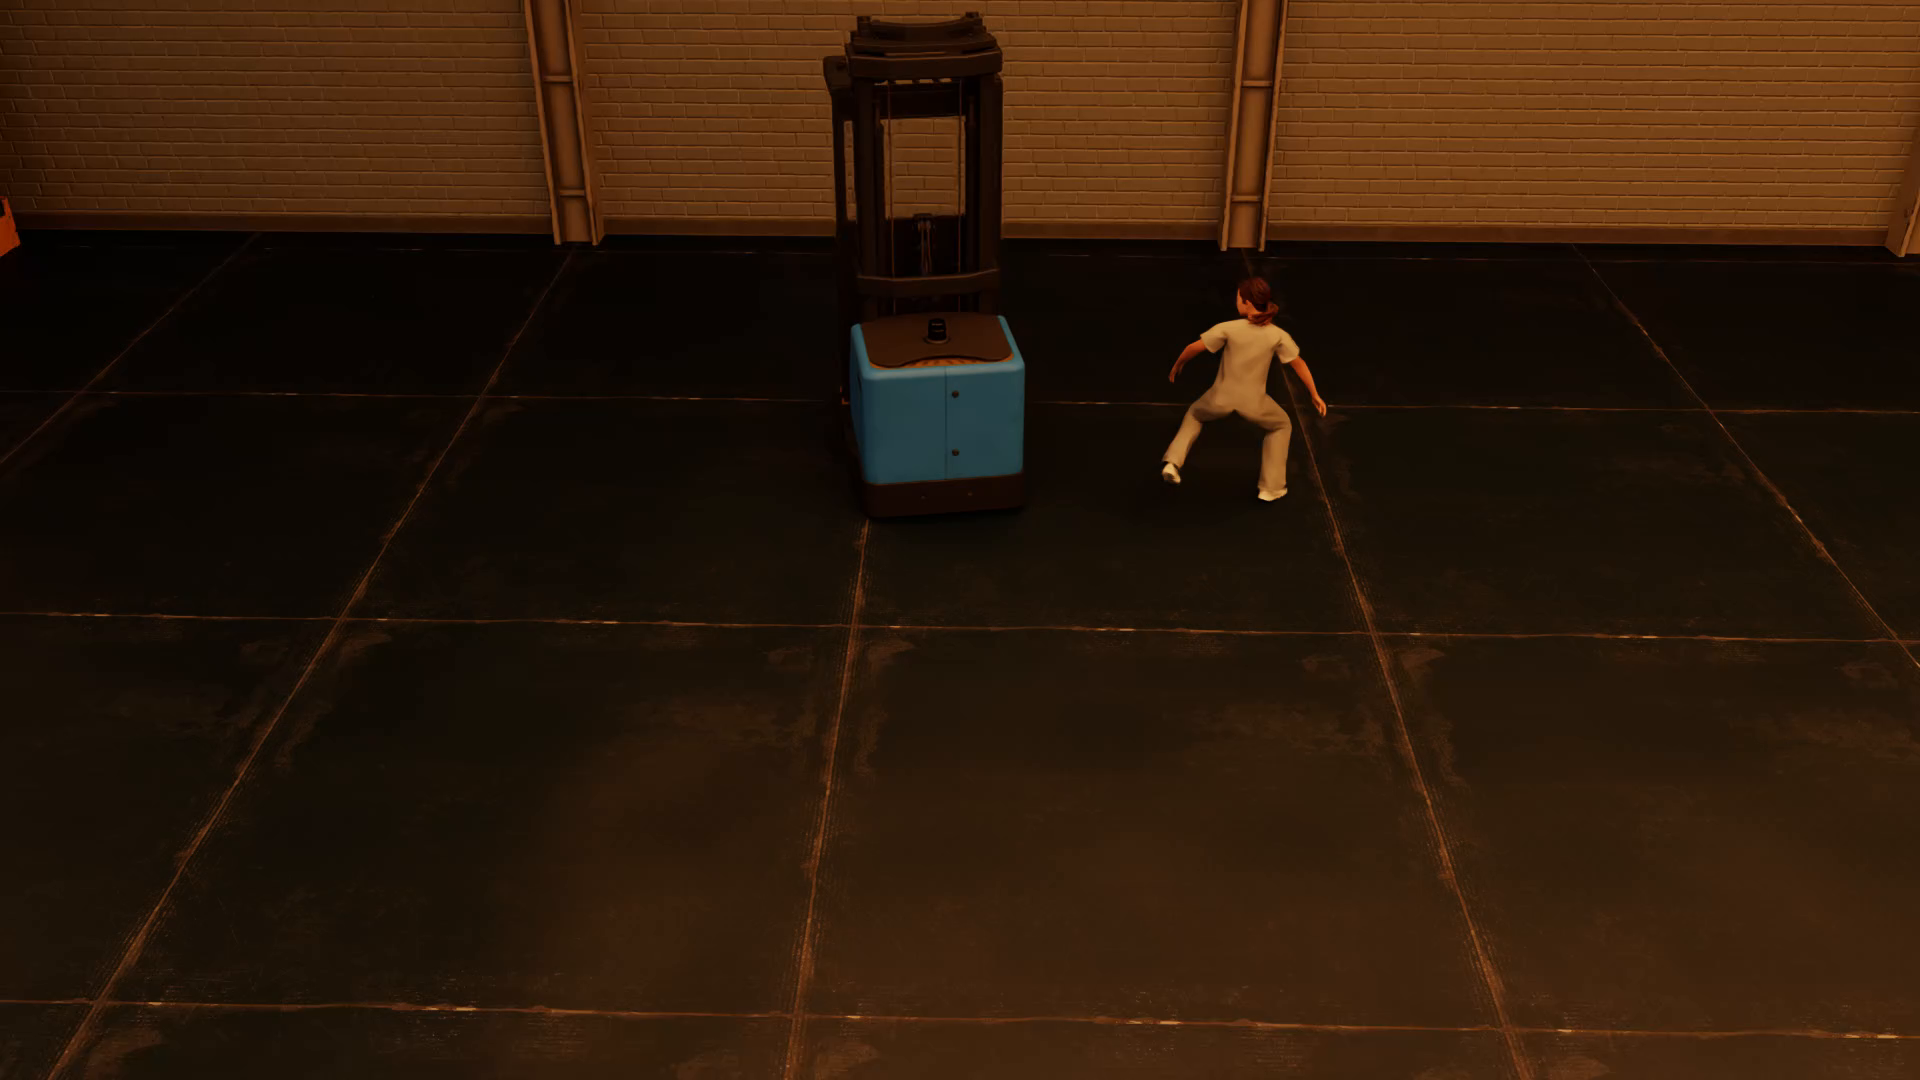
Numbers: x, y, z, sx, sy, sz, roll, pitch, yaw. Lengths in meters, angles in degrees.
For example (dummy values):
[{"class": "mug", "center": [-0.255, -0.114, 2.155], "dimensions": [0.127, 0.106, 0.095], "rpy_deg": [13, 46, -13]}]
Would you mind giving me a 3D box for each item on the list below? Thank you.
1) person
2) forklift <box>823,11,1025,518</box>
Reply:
[{"class": "person", "center": [1.829, -0.923, 10.613], "dimensions": [1.011, 1.560, 0.499], "rpy_deg": [7, 31, 11]}, {"class": "forklift", "center": [-0.308, -2.134, 11.234], "dimensions": [1.130, 2.935, 3.031], "rpy_deg": [-4, 31, -7]}]
